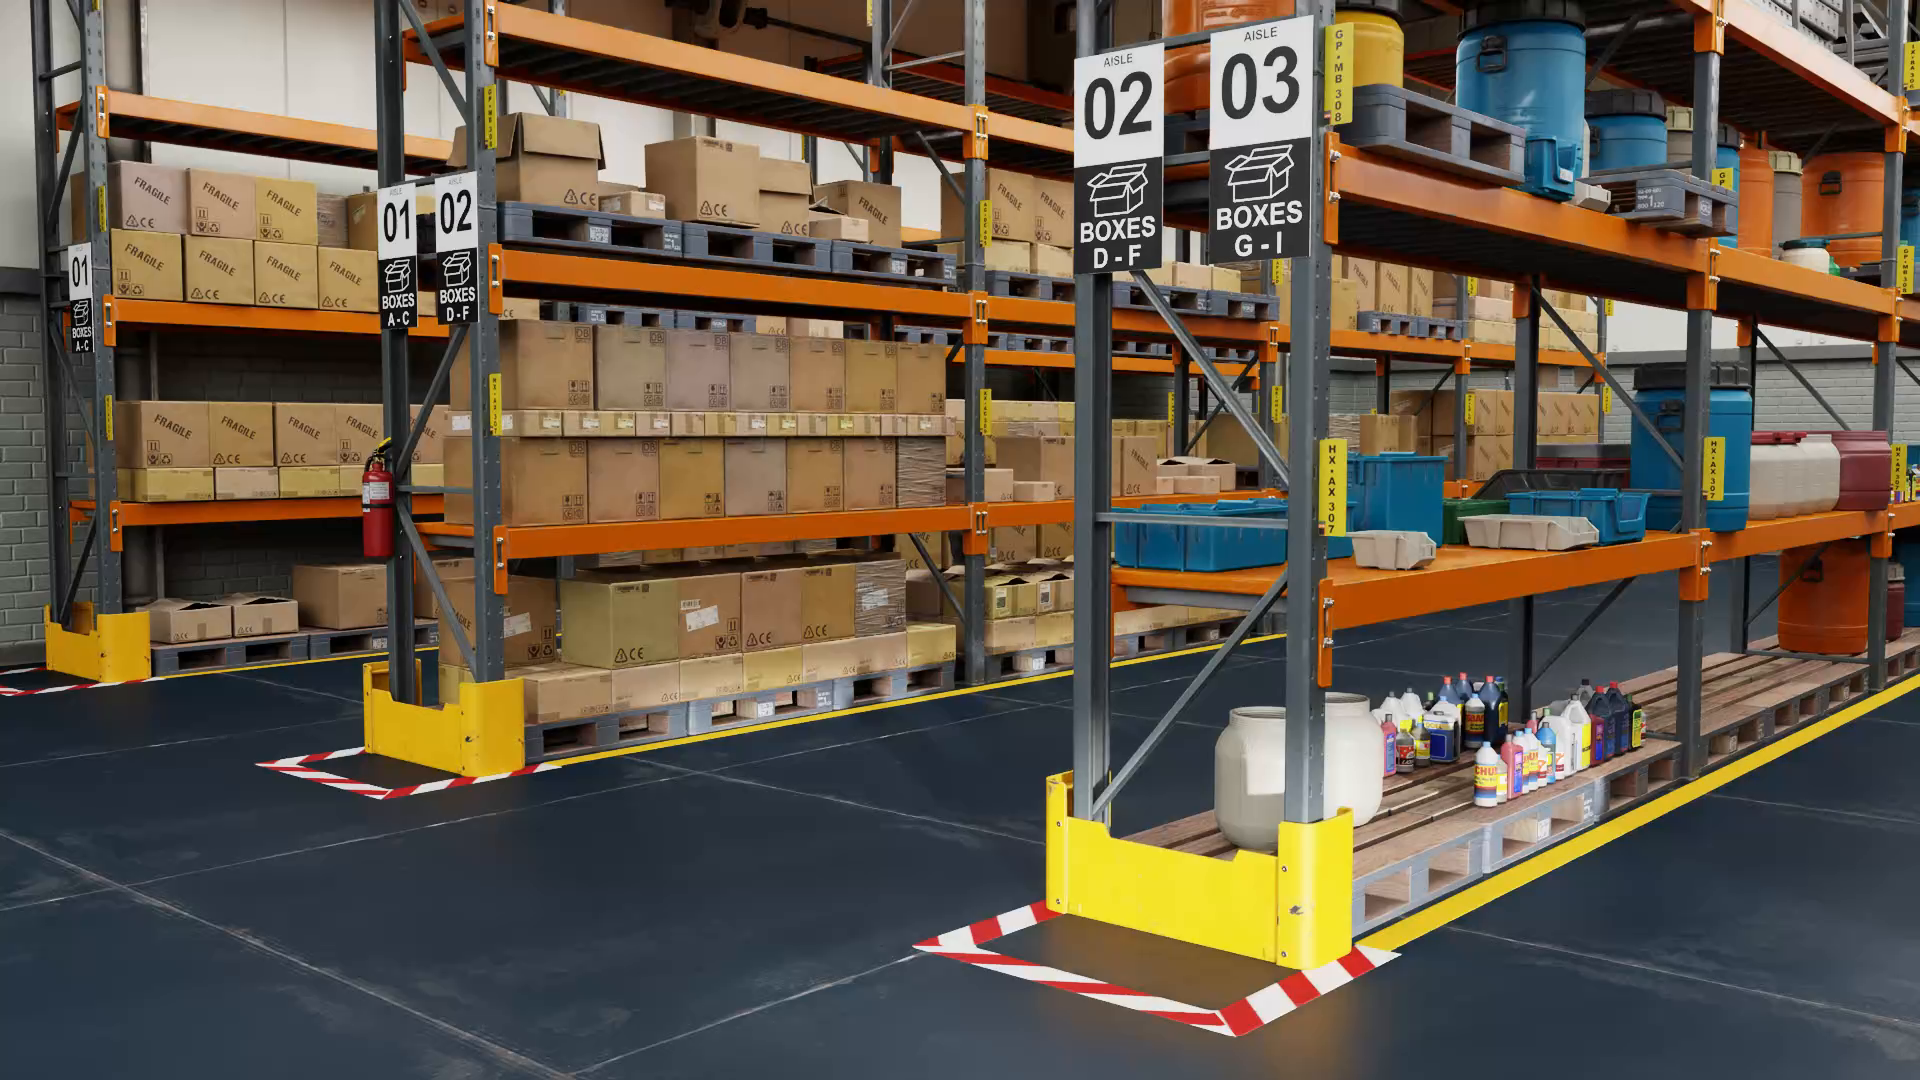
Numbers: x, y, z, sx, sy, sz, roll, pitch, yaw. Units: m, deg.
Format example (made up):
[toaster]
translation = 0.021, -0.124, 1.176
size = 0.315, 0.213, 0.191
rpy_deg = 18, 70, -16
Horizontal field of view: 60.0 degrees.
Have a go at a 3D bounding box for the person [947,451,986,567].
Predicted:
[person]
translation = 0.076, -0.104, 17.161
size = 0.519, 1.653, 0.349
rpy_deg = 3, 5, 38
